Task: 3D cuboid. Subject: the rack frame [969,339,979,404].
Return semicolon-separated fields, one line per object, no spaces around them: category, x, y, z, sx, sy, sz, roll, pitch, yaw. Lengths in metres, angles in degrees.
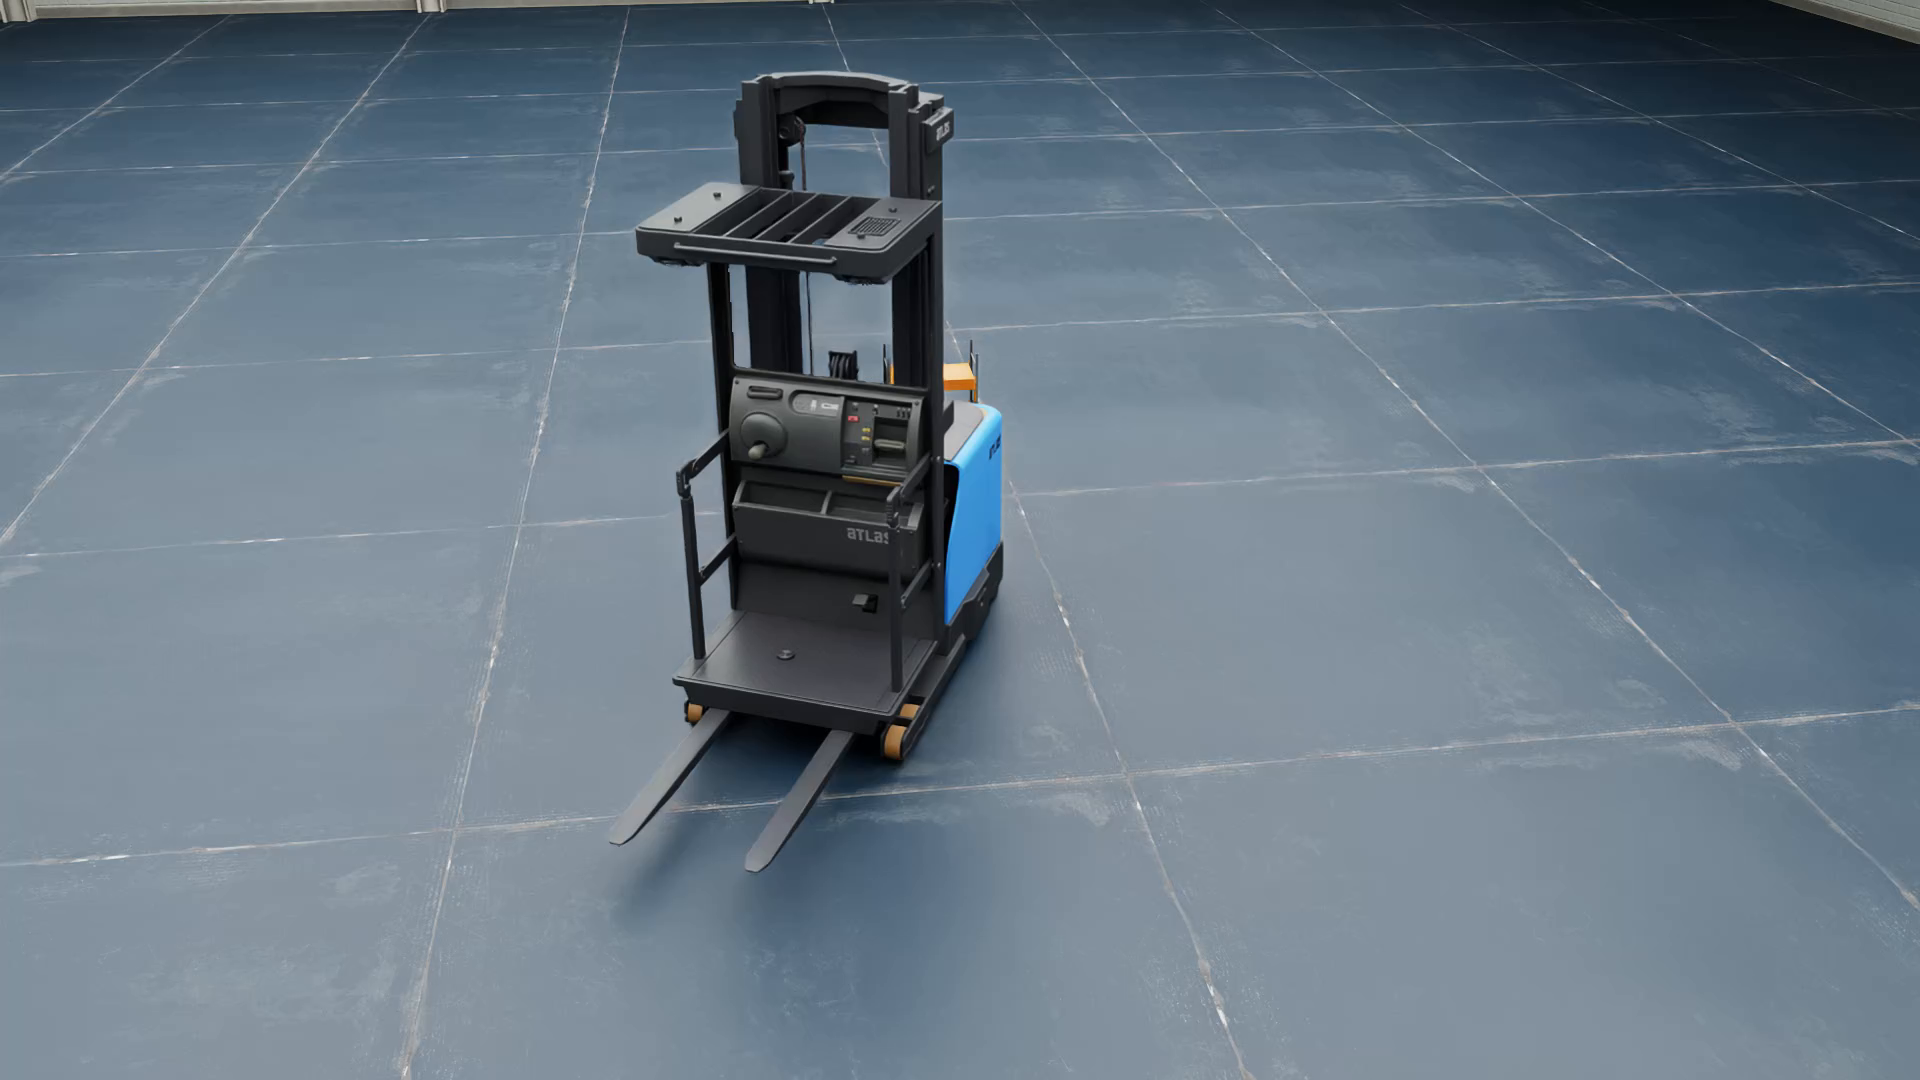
rack frame;0.078;-0.539;9.486;0.015;1.200;0.240;-4;27;-7

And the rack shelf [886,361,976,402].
rack shelf;-0.164;-0.873;9.276;0.480;0.148;0.258;-4;27;-7

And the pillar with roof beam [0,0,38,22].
pillar with roof beam;-13.490;-9.854;19.098;0.400;9.000;9.100;-4;27;-7

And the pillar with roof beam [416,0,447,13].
pillar with roof beam;-7.548;-10.236;19.842;0.400;9.000;9.100;-4;27;-7

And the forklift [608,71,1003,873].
forklift;-0.684;-0.479;7.473;1.130;2.935;3.031;8;28;15

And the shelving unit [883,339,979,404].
shelving unit;-0.164;-0.523;9.456;0.503;1.200;0.258;-4;27;-7

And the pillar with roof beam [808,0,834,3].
pillar with roof beam;-1.607;-10.617;20.585;0.400;9.000;9.100;-4;27;-7

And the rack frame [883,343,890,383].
rack frame;-0.406;-0.508;9.425;0.015;1.200;0.240;-4;27;-7
